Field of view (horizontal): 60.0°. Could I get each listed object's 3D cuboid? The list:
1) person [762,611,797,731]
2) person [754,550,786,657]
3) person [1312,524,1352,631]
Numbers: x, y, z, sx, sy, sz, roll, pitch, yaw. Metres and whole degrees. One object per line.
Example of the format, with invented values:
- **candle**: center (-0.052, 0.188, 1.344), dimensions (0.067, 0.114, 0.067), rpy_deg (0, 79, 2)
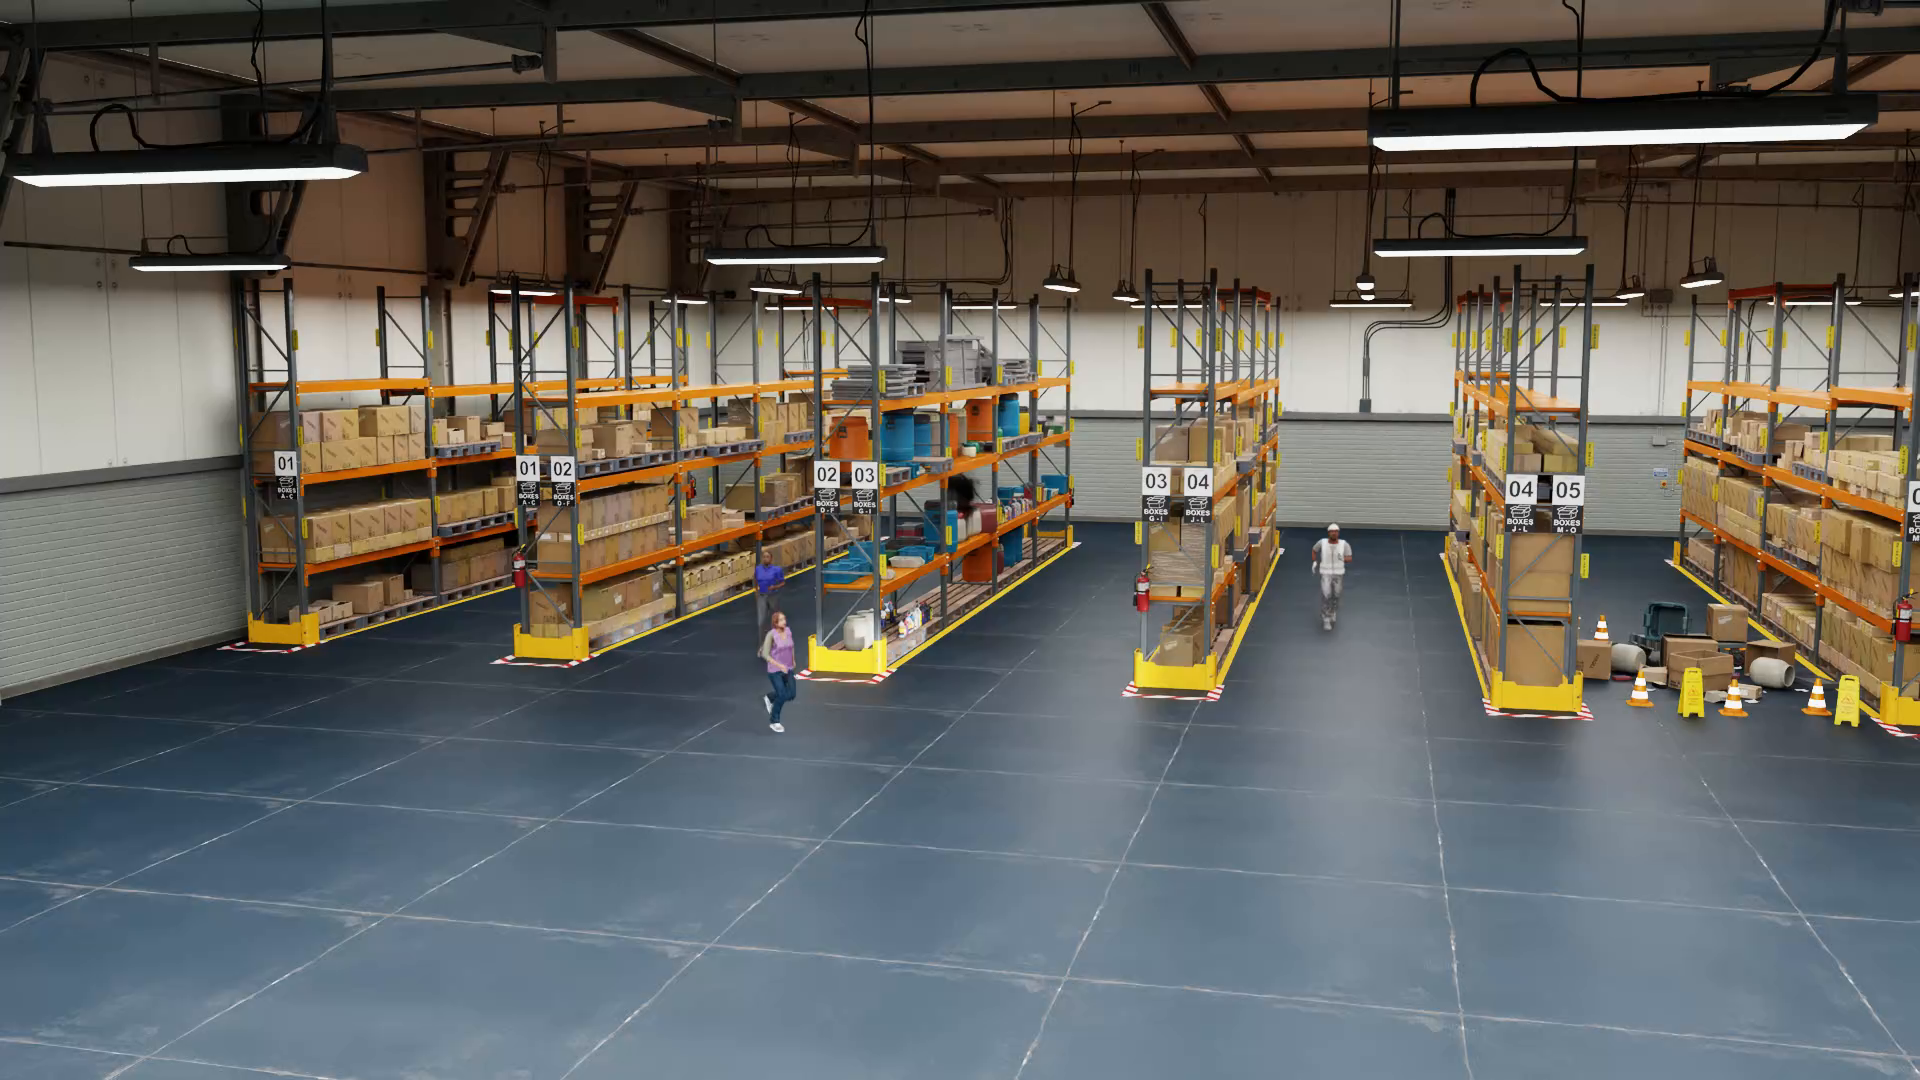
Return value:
- **person**: center (-2.326, 1.682, 21.409), dimensions (0.561, 1.564, 0.608), rpy_deg (-7, 10, -45)
- **person**: center (-3.053, 1.006, 26.650), dimensions (0.562, 1.715, 0.771), rpy_deg (0, 7, 2)
- **person**: center (6.496, 0.623, 29.045), dimensions (0.667, 1.827, 0.861), rpy_deg (0, 7, 4)
